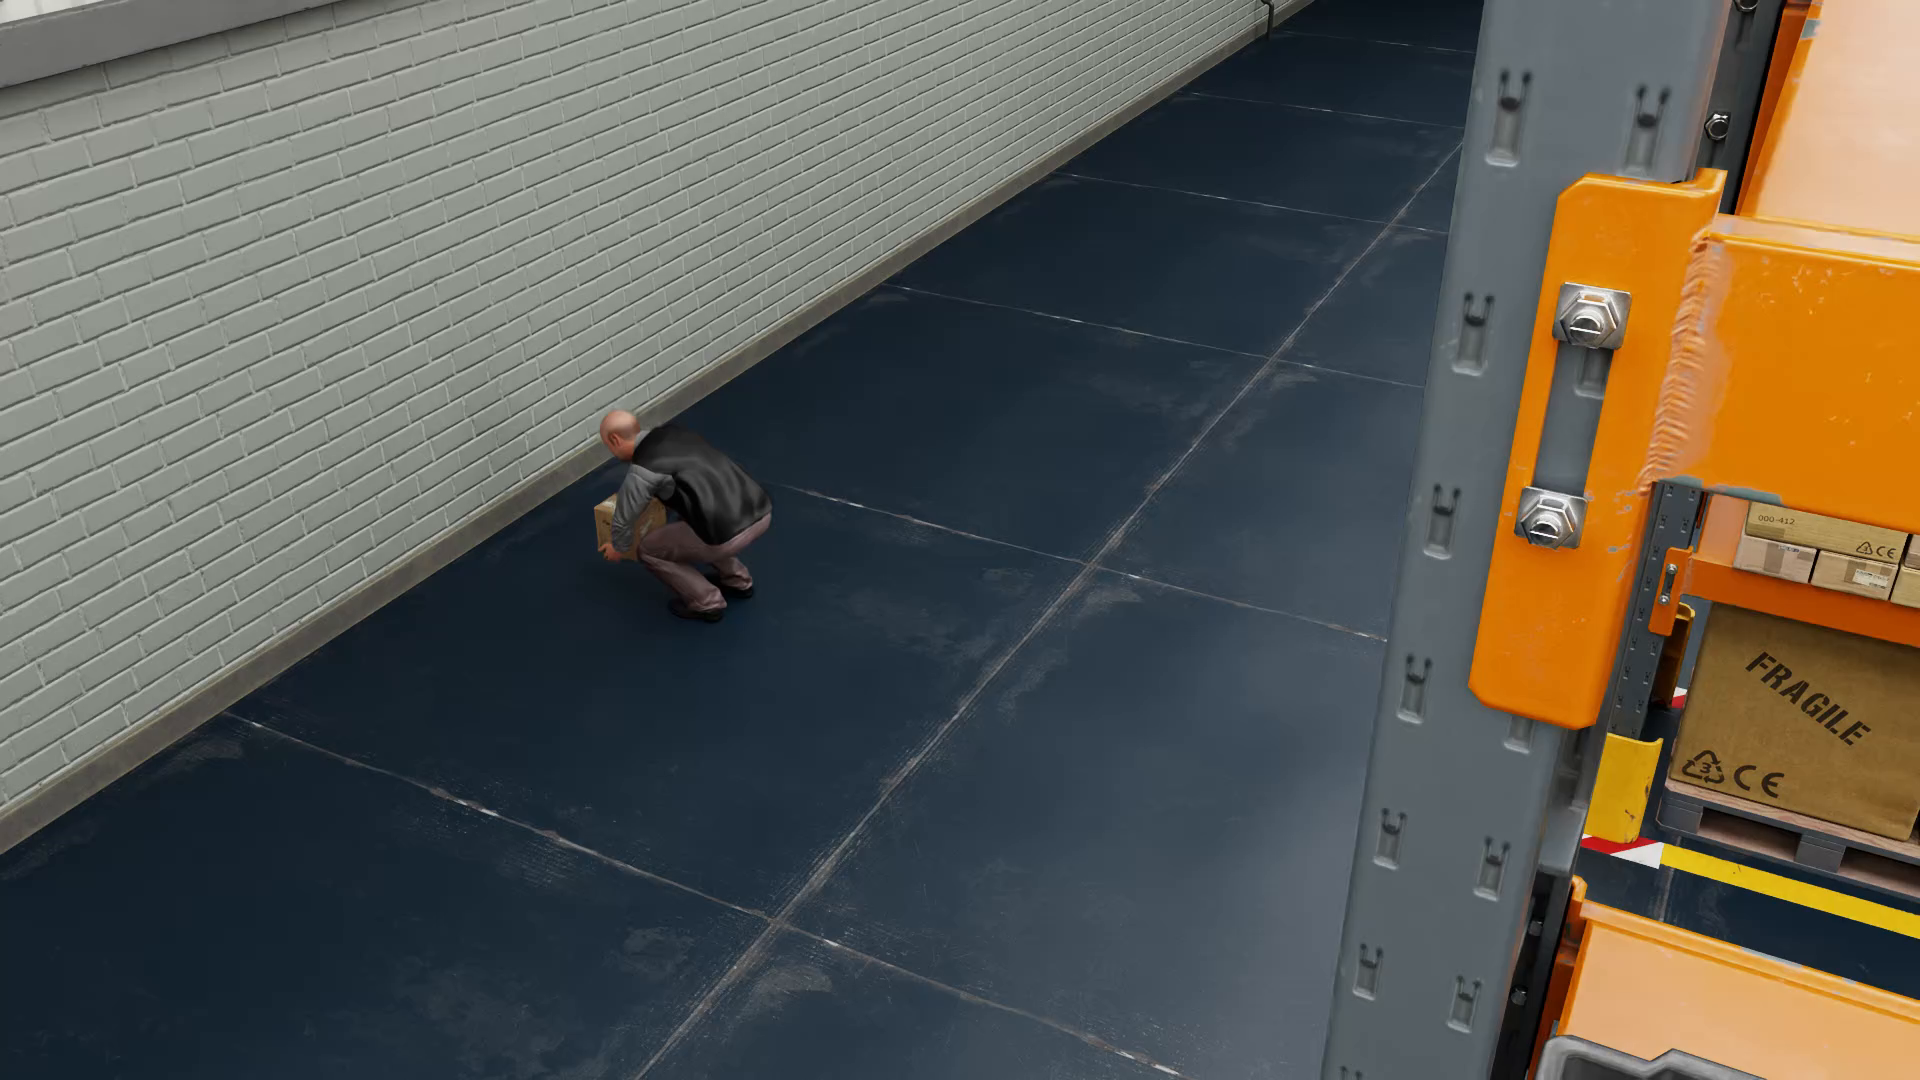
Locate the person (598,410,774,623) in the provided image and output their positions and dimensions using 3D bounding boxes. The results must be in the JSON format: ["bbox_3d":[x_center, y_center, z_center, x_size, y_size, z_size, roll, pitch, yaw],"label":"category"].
[{"bbox_3d":[-1.353,-0.131,8.117,0.864,0.996,0.543,14,33,23],"label":"person"}]
